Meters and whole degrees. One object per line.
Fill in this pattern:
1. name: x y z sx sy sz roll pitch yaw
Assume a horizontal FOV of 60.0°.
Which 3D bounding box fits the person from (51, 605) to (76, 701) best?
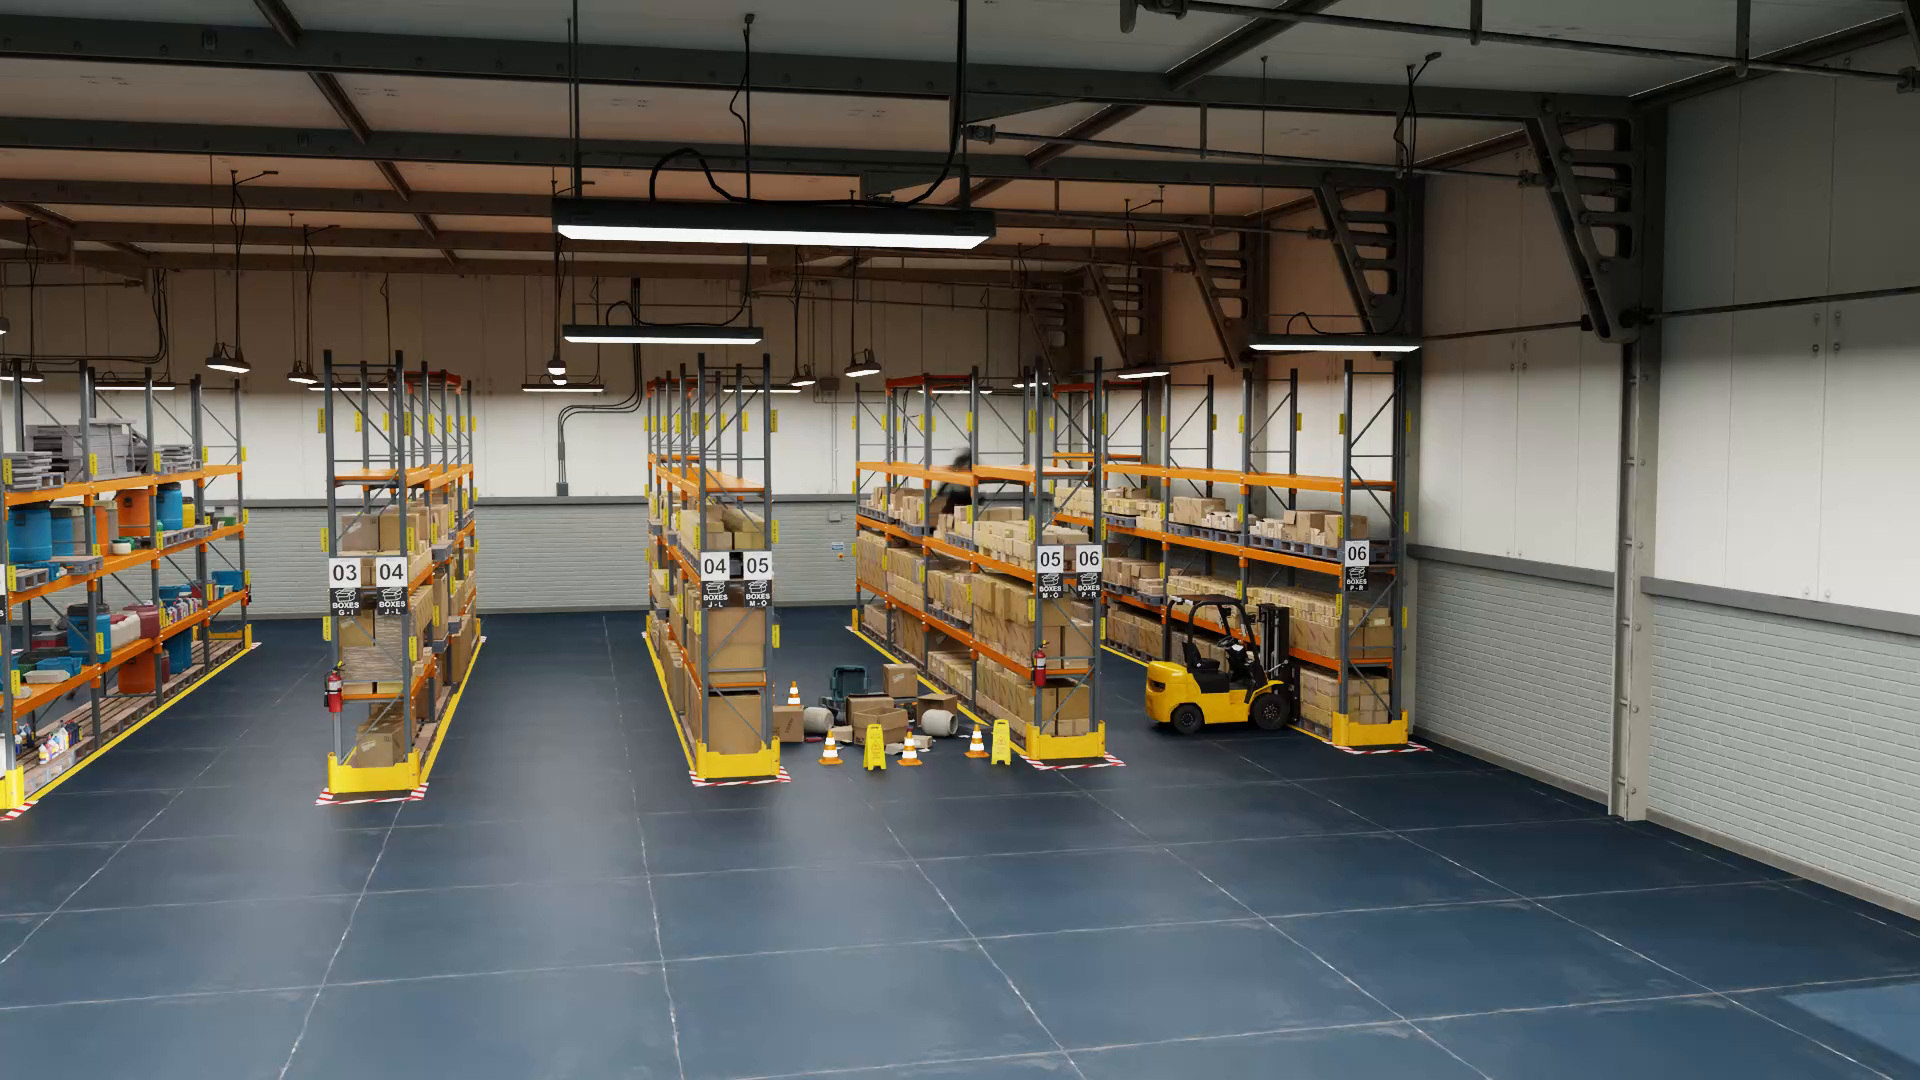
1. person: -16.204 2.024 30.258 0.662 1.699 0.960 -1 4 -15
